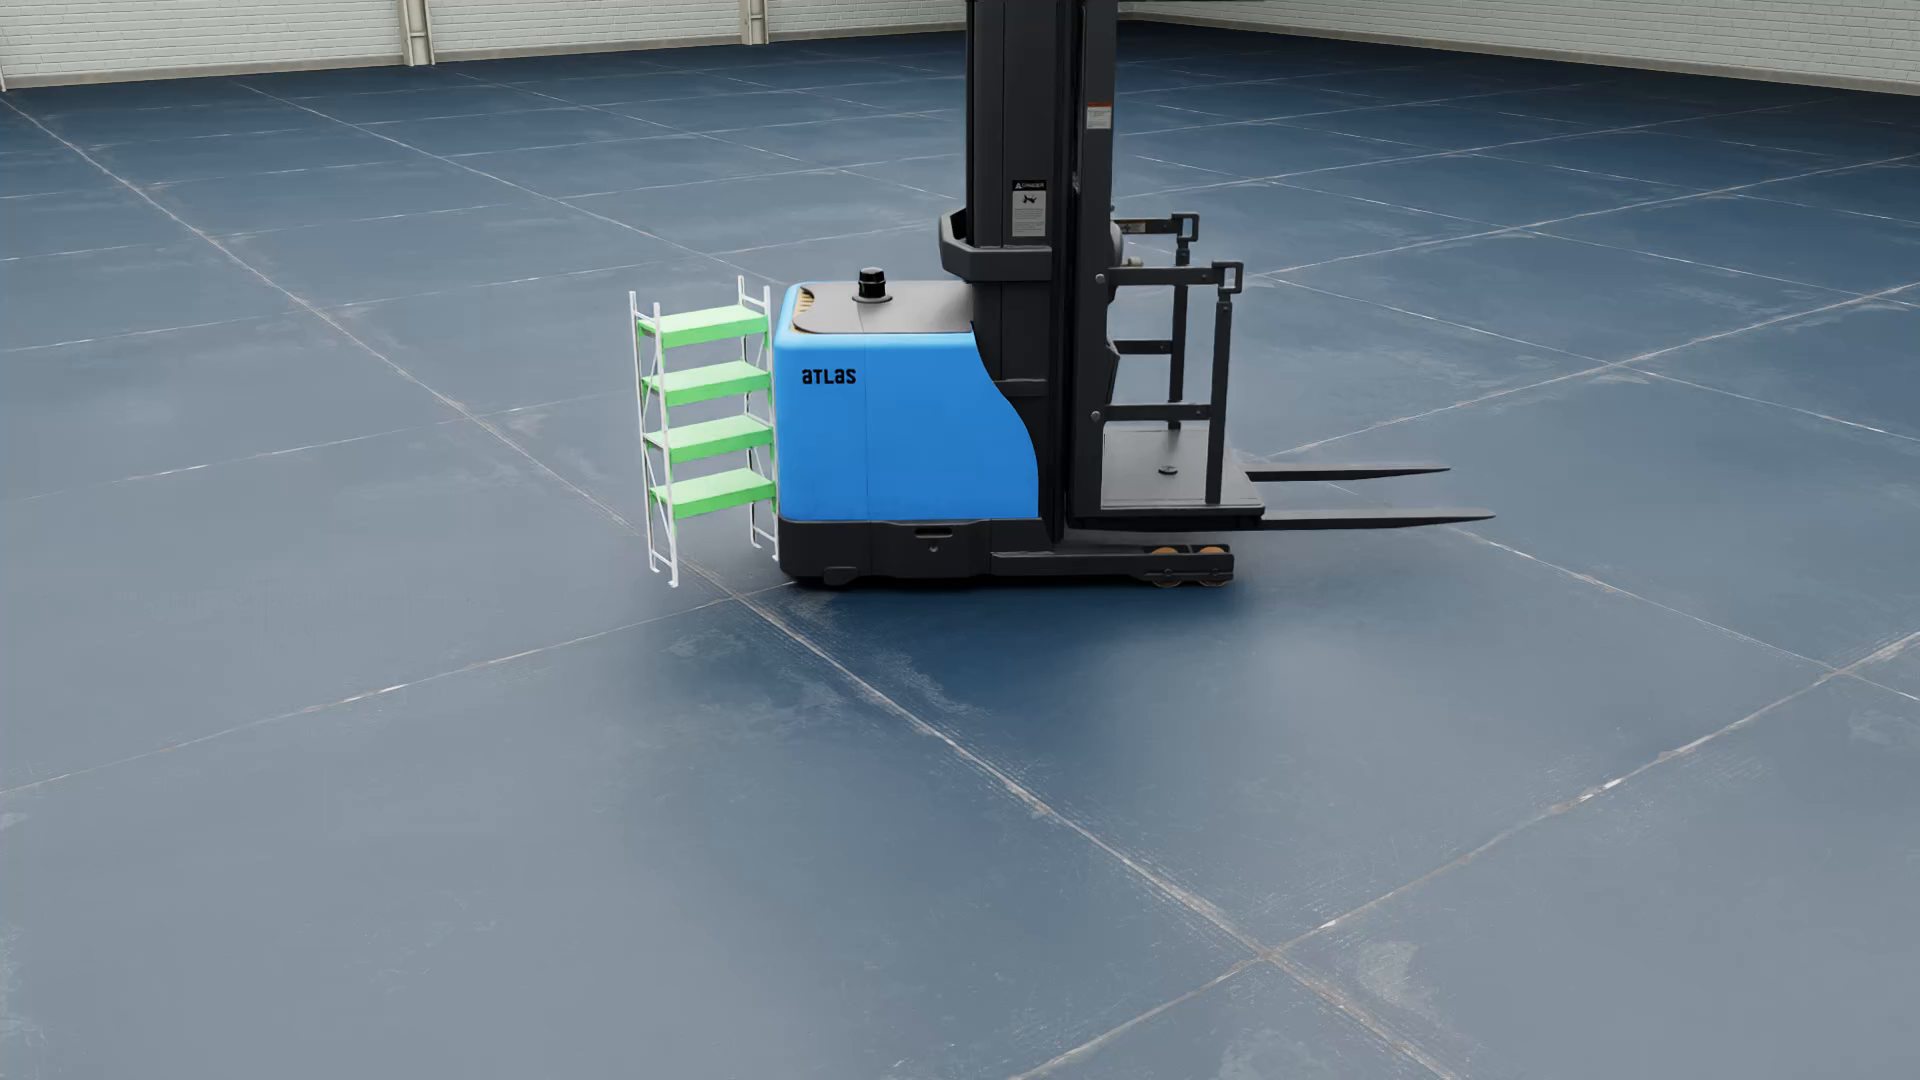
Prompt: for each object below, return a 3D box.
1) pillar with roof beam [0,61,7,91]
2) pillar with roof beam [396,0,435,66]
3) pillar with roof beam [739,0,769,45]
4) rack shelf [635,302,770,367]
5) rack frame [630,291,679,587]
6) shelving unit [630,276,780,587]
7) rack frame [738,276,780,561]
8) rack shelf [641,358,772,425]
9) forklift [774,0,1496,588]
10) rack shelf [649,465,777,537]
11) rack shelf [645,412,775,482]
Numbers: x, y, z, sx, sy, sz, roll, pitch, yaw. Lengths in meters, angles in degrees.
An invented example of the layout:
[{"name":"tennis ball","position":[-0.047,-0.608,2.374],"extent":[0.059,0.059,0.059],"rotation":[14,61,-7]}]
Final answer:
[{"name":"pillar with roof beam","position":[-10.850,-9.063,17.966],"extent":[0.400,9.000,9.100],"rotation":[-15,26,-33]},{"name":"pillar with roof beam","position":[-5.980,-10.361,21.220],"extent":[0.400,9.000,9.100],"rotation":[-15,26,-33]},{"name":"pillar with roof beam","position":[-1.109,-11.660,24.475],"extent":[0.400,9.000,9.100],"rotation":[-15,26,-33]},{"name":"rack shelf","position":[-1.046,-0.838,6.755],"extent":[0.480,0.148,0.258],"rotation":[-15,26,-32]},{"name":"rack frame","position":[-1.246,-0.399,6.778],"extent":[0.015,1.200,0.240],"rotation":[-15,26,-32]},{"name":"shelving unit","position":[-1.046,-0.452,6.909],"extent":[0.503,1.200,0.258],"rotation":[-15,26,-32]},{"name":"rack frame","position":[-0.847,-0.504,7.040],"extent":[0.015,1.200,0.240],"rotation":[-15,26,-32]},{"name":"rack shelf","position":[-1.046,-0.615,6.844],"extent":[0.480,0.148,0.258],"rotation":[-15,26,-32]},{"name":"forklift","position":[0.750,-1.358,6.844],"extent":[3.031,2.935,1.130],"rotation":[-1,22,-2]},{"name":"rack shelf","position":[-1.046,-0.169,7.022],"extent":[0.480,0.148,0.258],"rotation":[-15,26,-32]},{"name":"rack shelf","position":[-1.046,-0.392,6.933],"extent":[0.480,0.148,0.258],"rotation":[-15,26,-32]}]
